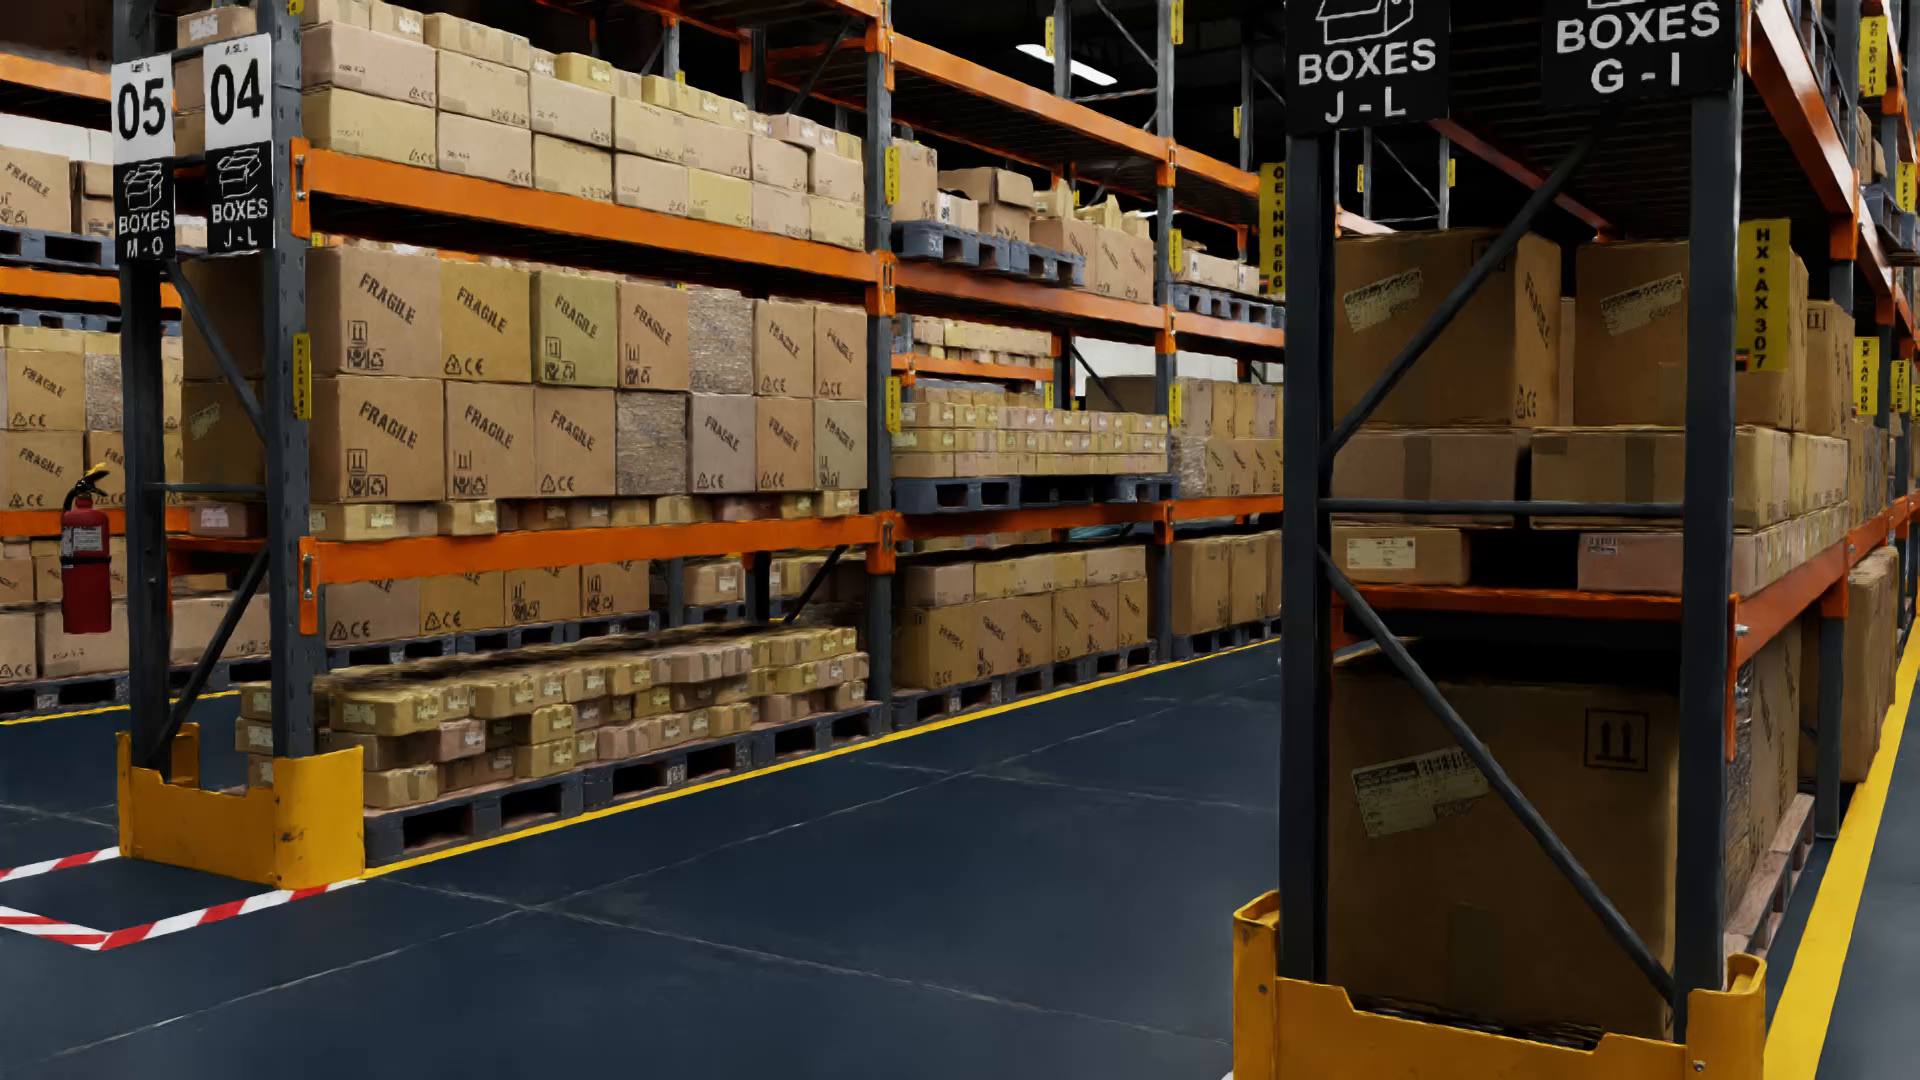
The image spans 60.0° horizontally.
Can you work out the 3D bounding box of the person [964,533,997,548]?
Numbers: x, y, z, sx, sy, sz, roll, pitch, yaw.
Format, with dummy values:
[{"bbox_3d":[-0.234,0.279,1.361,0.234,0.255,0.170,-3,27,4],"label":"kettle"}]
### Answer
[{"bbox_3d":[0.203,-0.063,16.499,0.680,1.754,0.625,0,3,-8],"label":"person"}]
